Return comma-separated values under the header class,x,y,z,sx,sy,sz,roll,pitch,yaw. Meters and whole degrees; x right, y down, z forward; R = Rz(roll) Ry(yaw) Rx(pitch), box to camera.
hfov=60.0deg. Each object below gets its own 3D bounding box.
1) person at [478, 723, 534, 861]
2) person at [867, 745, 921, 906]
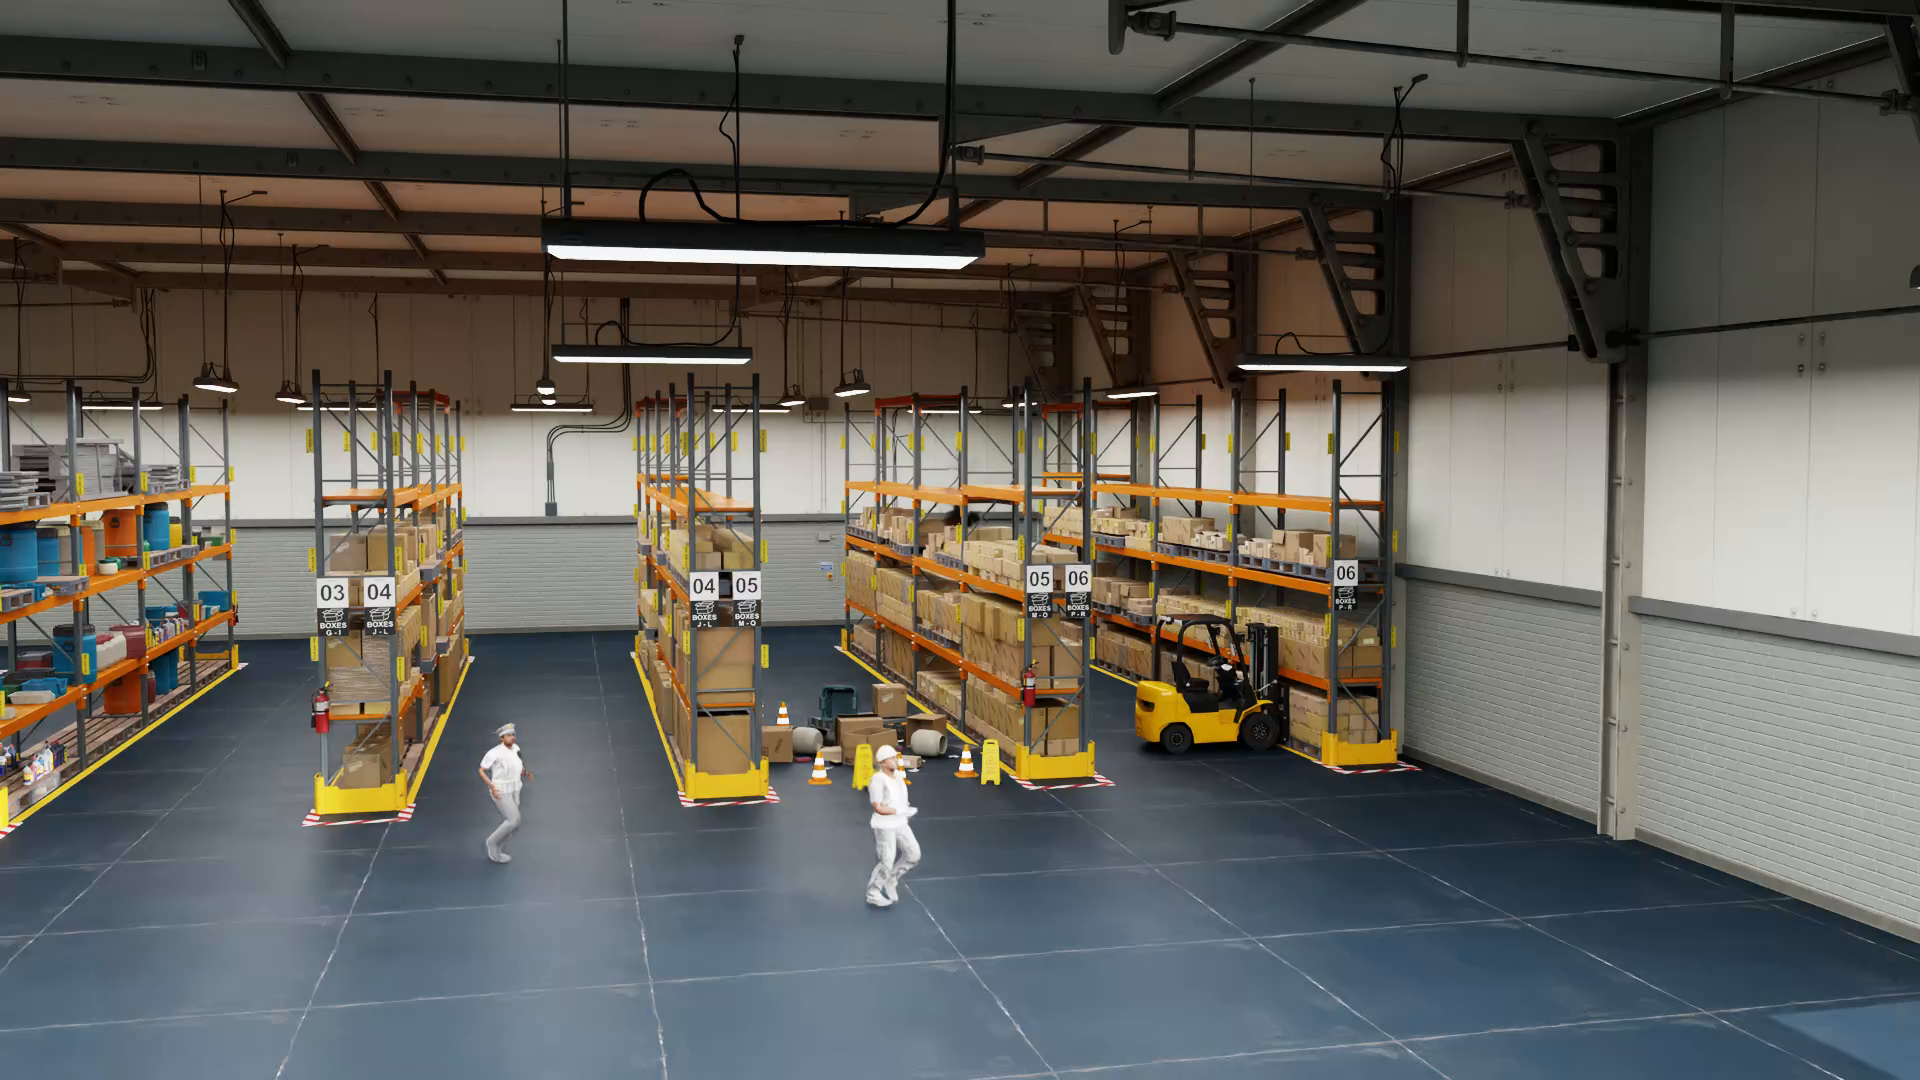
class,x,y,z,sx,sy,sz,roll,pitch,yaw
person,-5.381,3.017,19.895,0.582,1.662,0.560,2,4,27
person,-0.708,3.076,17.891,0.644,1.741,0.665,2,4,29
